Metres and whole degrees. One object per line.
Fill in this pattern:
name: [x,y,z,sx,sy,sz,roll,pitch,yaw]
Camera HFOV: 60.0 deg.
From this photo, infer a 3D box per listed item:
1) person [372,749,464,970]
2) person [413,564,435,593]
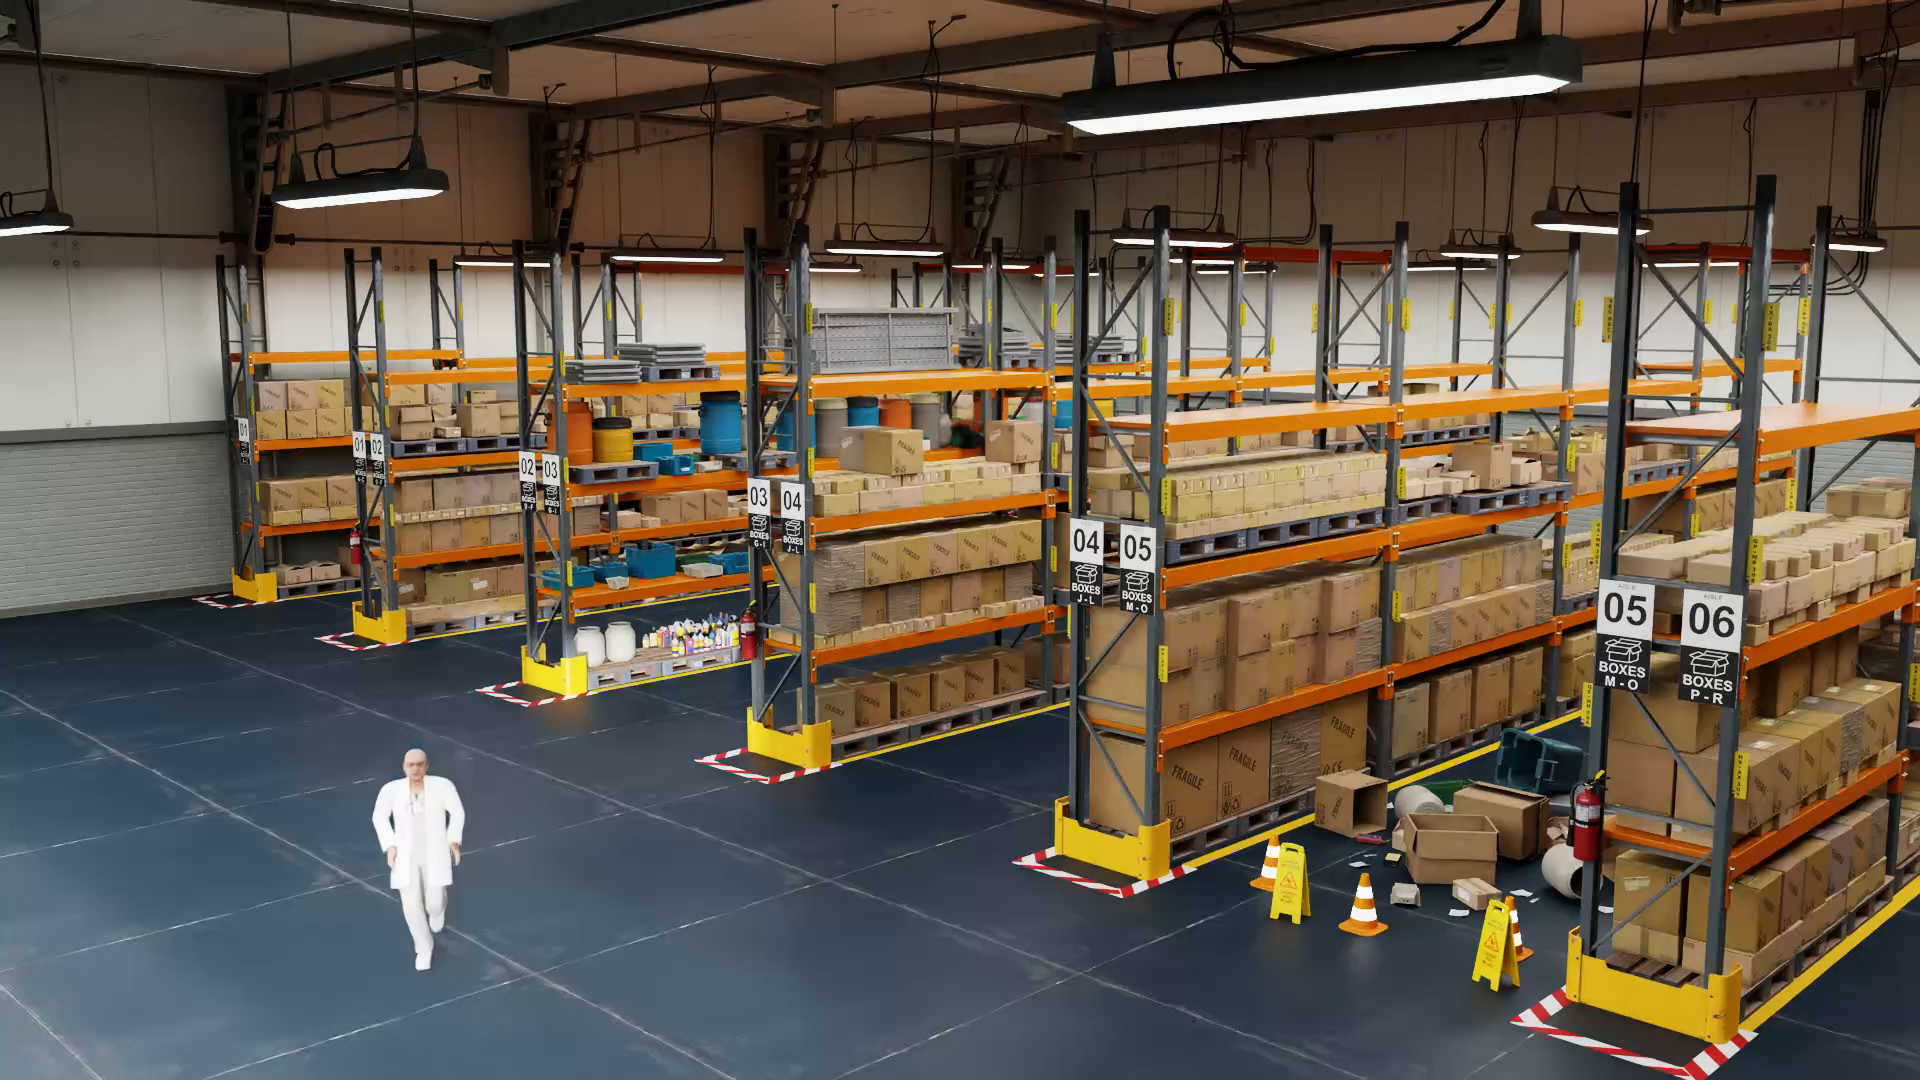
person: [-4.278,2.468,13.170,0.687,1.731,0.693,-2,8,-16]
person: [-9.082,0.370,28.248,0.607,1.640,0.849,5,10,33]
